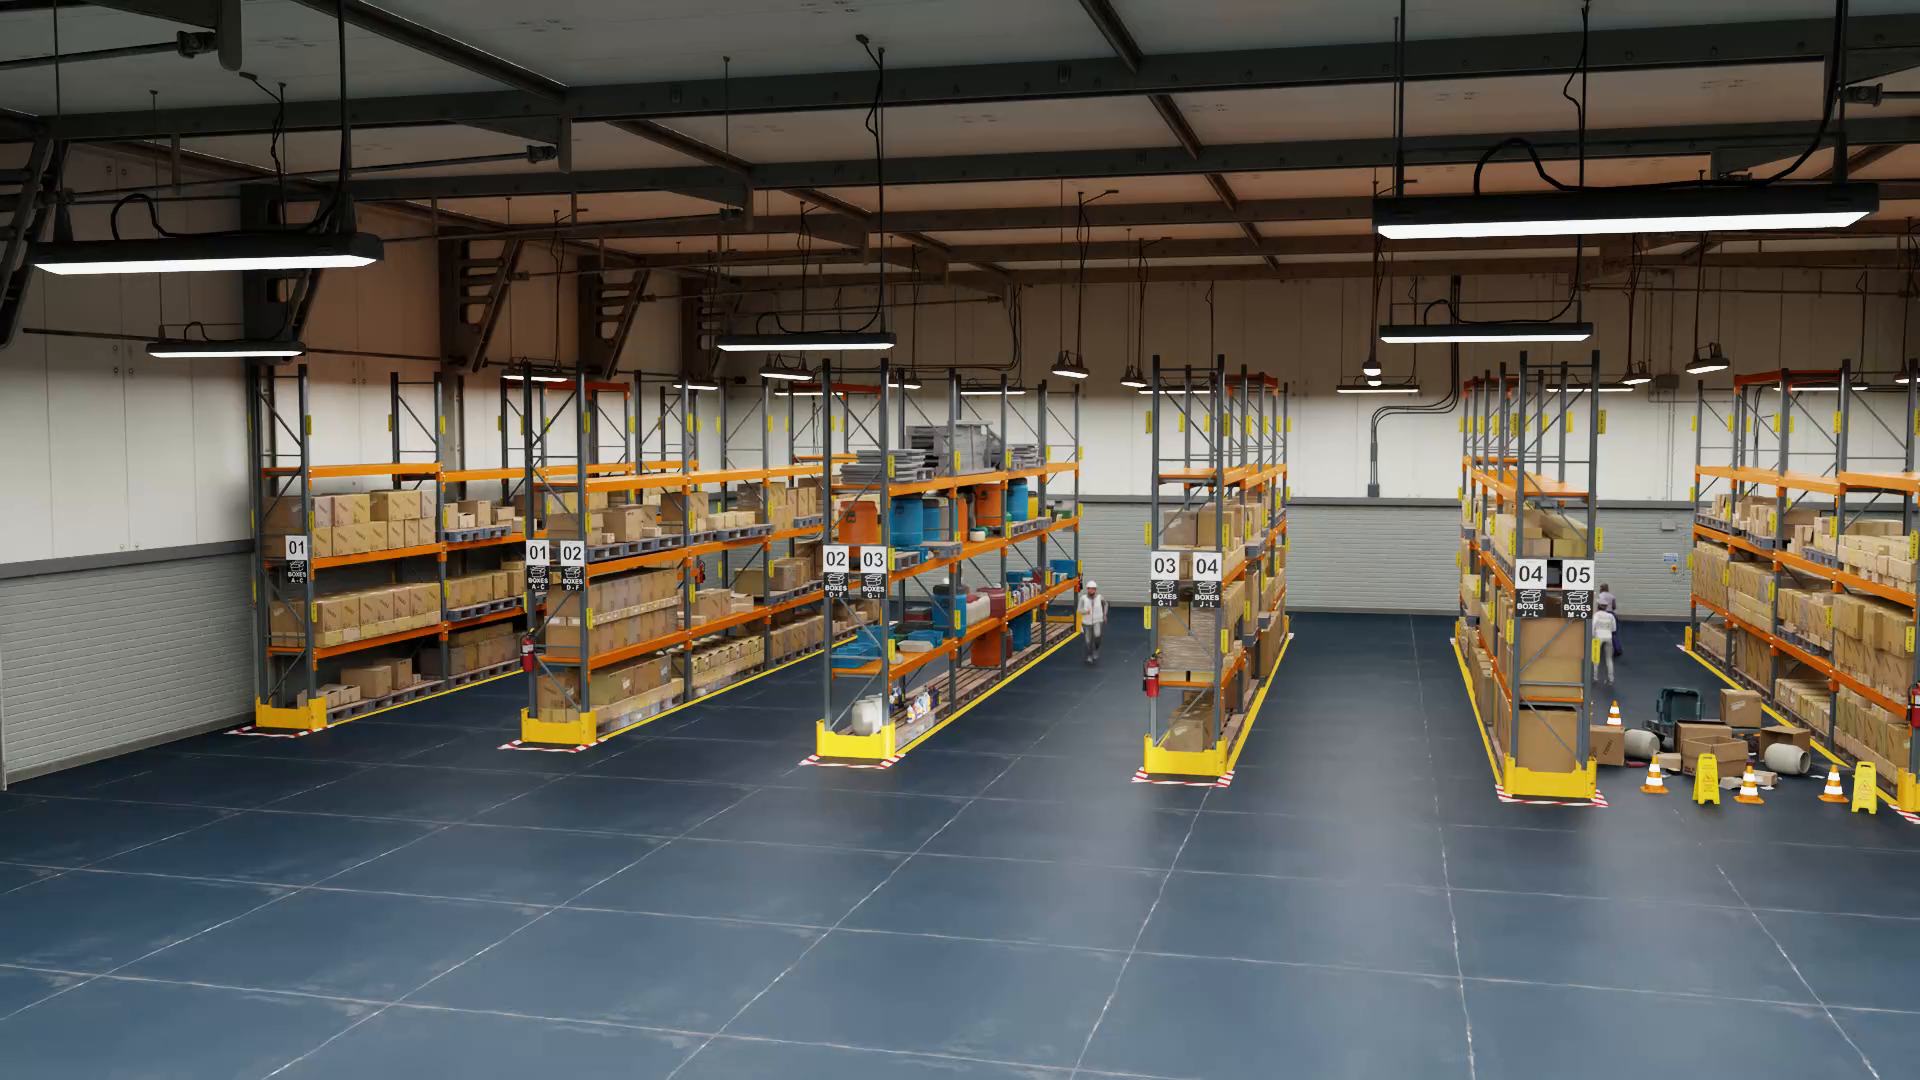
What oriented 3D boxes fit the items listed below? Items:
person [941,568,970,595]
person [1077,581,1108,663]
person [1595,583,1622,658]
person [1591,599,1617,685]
[{"bbox_3d":[-0.155,1.481,38.222,0.659,1.784,0.795,1,4,16],"label":"person"},{"bbox_3d":[2.738,1.707,34.401,0.633,1.740,0.835,0,4,5],"label":"person"},{"bbox_3d":[13.822,1.746,35.522,0.607,1.639,0.957,-1,4,-10],"label":"person"},{"bbox_3d":[12.357,1.976,31.960,0.598,1.660,0.943,0,4,6],"label":"person"}]
